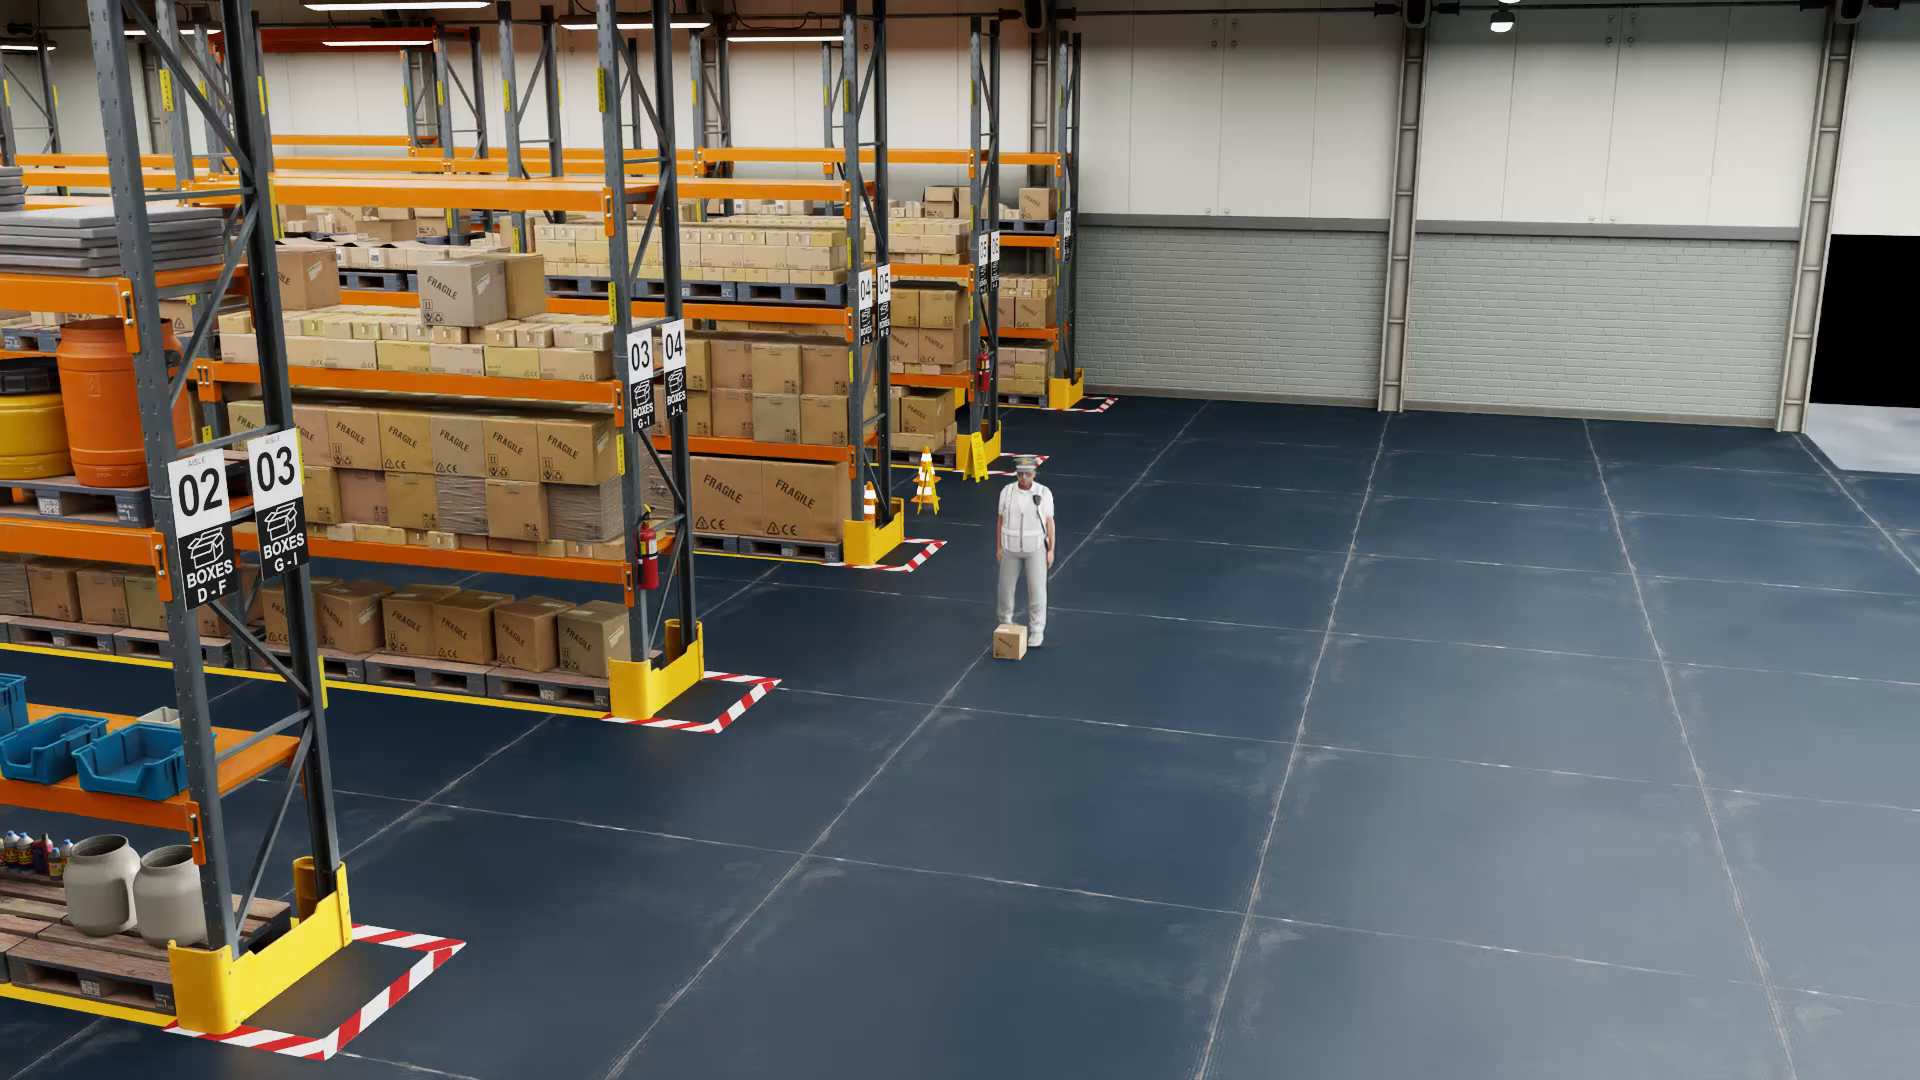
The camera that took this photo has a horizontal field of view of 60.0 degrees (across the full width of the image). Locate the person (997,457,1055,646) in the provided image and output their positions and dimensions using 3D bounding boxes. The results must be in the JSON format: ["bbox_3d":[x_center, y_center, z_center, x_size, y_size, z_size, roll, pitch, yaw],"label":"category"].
[{"bbox_3d":[0.603,0.100,15.618,0.556,1.781,0.562,3,15,11],"label":"person"}]
